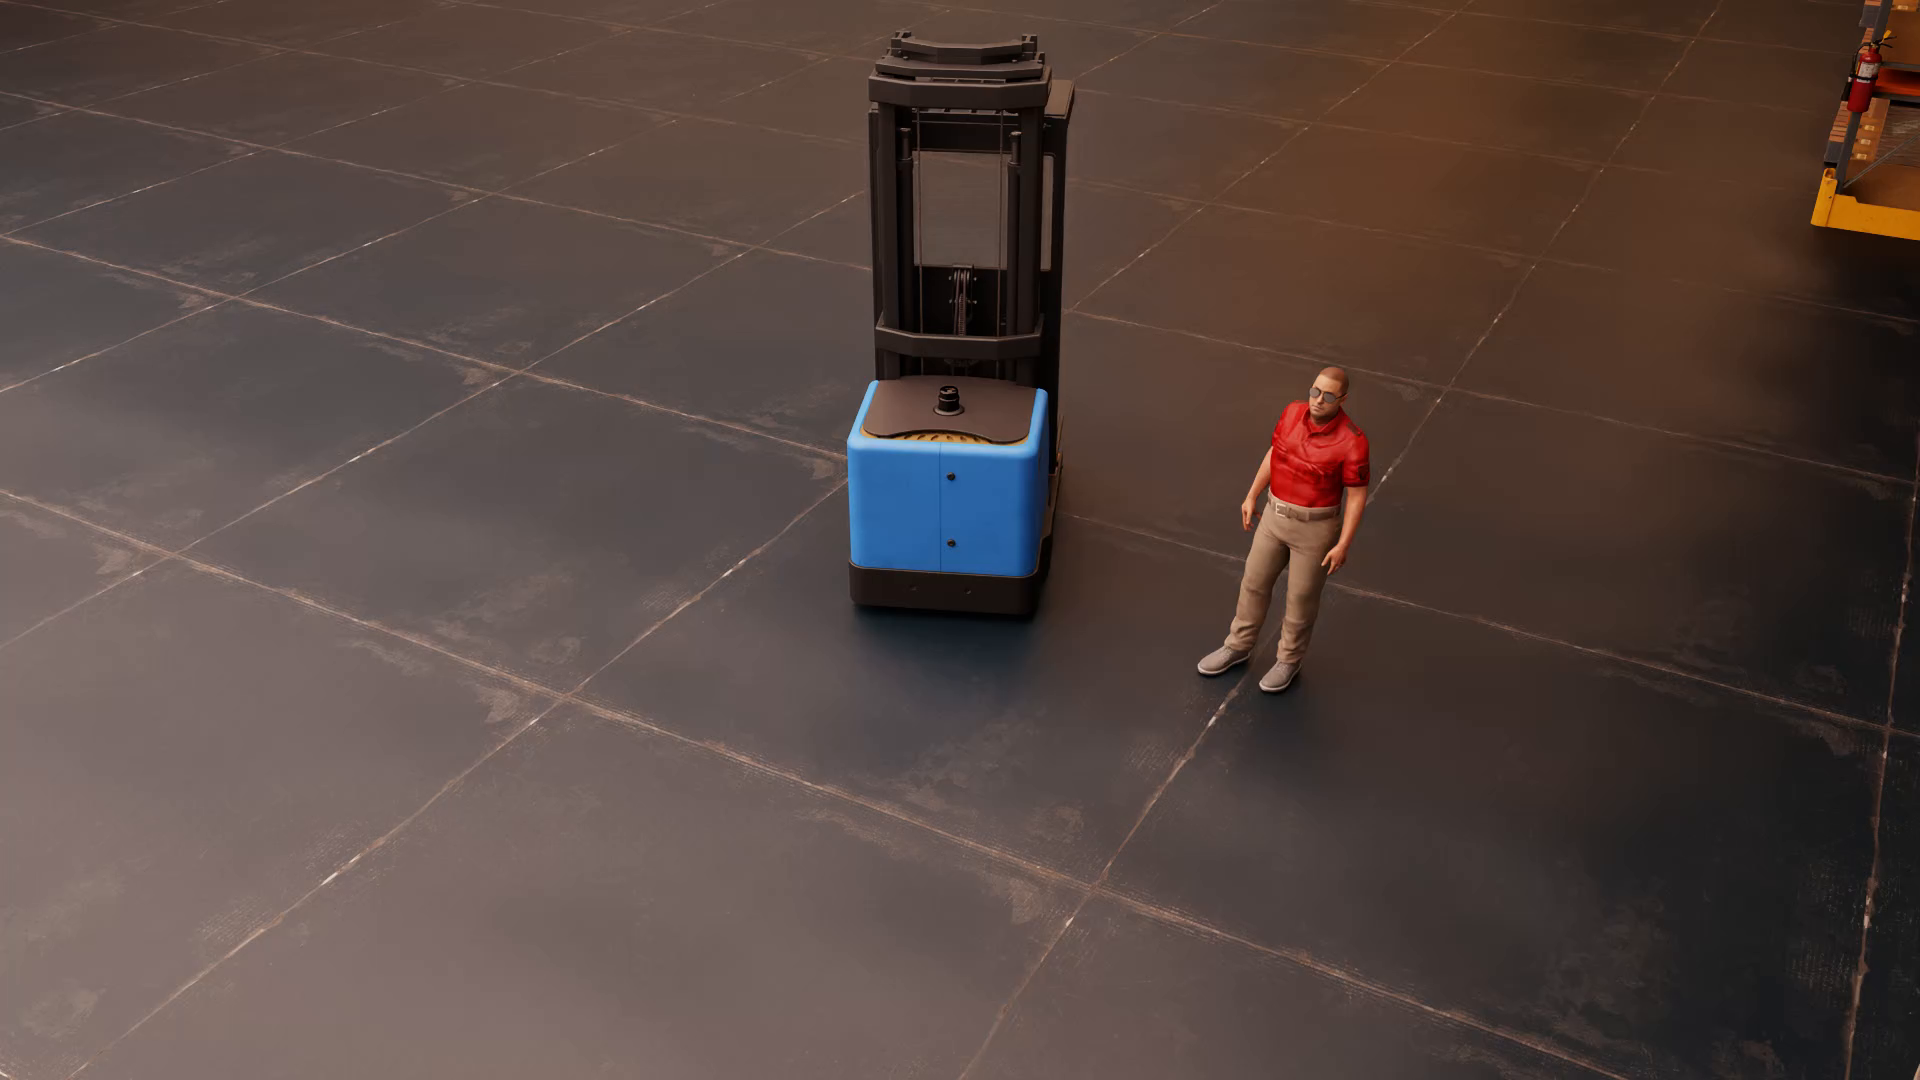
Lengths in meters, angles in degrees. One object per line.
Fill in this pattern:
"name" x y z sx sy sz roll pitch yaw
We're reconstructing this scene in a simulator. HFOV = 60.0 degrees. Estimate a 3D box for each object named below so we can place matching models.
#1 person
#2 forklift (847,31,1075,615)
"person" 1.643 -0.038 8.323 0.550 1.727 0.640 -25 38 -37
"forklift" 0.072 -1.572 9.794 1.130 2.935 3.031 3 30 6
